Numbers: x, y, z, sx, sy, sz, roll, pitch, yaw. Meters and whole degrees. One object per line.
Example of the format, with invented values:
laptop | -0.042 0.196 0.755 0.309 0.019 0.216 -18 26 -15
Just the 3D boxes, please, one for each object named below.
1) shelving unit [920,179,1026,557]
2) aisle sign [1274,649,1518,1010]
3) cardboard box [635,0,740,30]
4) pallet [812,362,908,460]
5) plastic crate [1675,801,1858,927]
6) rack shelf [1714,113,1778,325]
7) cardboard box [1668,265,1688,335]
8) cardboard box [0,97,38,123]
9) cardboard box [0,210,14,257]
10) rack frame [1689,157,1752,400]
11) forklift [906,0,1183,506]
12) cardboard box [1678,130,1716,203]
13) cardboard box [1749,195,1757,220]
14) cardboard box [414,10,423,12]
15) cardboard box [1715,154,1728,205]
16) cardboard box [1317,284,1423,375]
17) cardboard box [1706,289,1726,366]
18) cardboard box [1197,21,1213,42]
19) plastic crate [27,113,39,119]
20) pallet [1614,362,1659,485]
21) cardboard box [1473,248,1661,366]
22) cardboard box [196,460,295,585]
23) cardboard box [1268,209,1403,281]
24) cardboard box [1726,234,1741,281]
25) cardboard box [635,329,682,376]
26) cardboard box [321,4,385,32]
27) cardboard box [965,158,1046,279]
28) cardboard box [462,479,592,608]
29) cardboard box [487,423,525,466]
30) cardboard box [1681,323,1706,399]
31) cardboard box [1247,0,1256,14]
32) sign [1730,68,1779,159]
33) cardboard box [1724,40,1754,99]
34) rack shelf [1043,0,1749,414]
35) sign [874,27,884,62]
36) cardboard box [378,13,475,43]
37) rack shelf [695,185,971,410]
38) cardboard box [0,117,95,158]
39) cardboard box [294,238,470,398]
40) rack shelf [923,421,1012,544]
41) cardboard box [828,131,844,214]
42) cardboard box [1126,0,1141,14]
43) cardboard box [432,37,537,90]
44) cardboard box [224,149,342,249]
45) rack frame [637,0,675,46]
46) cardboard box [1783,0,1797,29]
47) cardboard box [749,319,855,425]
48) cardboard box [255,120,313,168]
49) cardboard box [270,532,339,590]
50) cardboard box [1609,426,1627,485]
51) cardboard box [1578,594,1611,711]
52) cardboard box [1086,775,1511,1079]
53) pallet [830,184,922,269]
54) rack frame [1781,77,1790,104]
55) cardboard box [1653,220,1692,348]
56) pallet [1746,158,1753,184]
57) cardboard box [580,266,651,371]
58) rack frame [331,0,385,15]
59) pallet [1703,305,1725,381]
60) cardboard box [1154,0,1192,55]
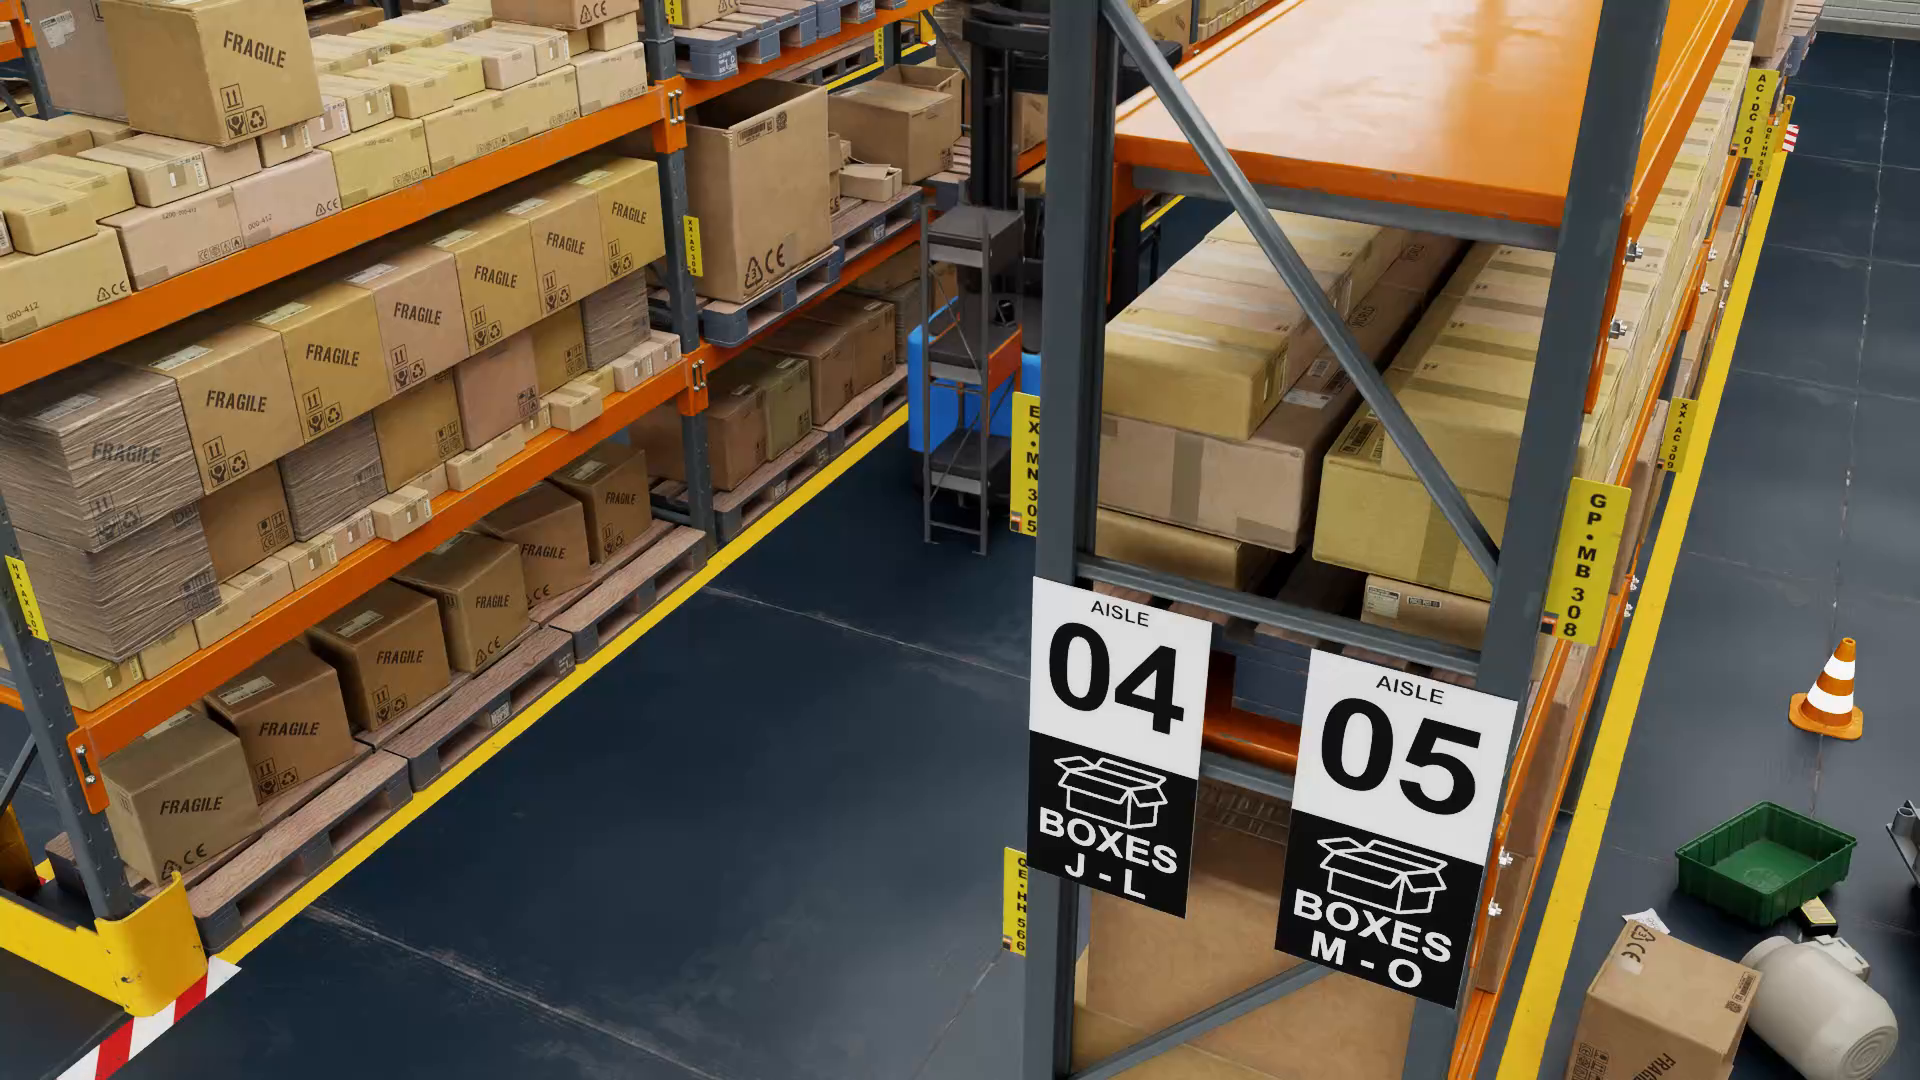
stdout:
shelving unit | 0.074 -0.967 9.615 0.431 2.100 0.503 13 32 21
aisle sign | 0.864 0.600 3.373 0.394 0.787 0.004 14 33 23
cardboard box | -1.615 -3.029 8.766 0.797 0.503 0.637 13 32 21
pallet | -1.010 -0.995 11.561 1.003 0.211 1.213 14 33 23
plastic crate | 3.539 1.423 7.316 0.662 0.188 0.450 -18 24 -28
rack shelf | 5.185 -2.494 12.093 1.077 0.370 4.000 14 33 23
cardboard box | 1.992 -0.764 5.077 0.380 0.149 0.250 14 33 23
cardboard box | -9.163 -4.051 15.859 0.500 0.311 0.500 14 33 23
cardboard box | -3.408 -1.021 5.544 0.380 0.149 0.250 14 33 23
rack frame | 4.274 -1.919 10.370 1.000 3.000 0.127 14 33 23
forklift | 0.734 -2.151 10.844 1.130 2.935 3.031 13 32 21
cardboard box | 1.993 -1.115 4.887 0.380 0.149 0.250 14 33 23
cardboard box | 6.546 -2.855 14.143 0.380 0.149 0.250 16 33 25
cardboard box | -6.966 -6.562 20.877 0.380 0.149 0.250 14 33 23
cardboard box | 2.570 -1.329 6.061 0.380 0.149 0.250 14 33 23
cardboard box | 0.833 -0.465 4.155 0.500 0.250 0.500 14 33 23
cardboard box | 5.049 -1.496 11.723 0.500 0.500 0.500 15 33 24
cardboard box | 2.158 -4.809 15.655 0.380 0.149 0.250 14 33 23
plastic crate | -6.379 -2.751 11.755 0.402 0.464 0.583 14 33 23
pallet | 1.513 -0.509 4.991 1.003 0.211 1.213 14 33 23
cardboard box | 1.412 -0.548 3.899 0.380 0.149 0.250 15 33 24
cardboard box | -3.344 -0.201 6.980 0.875 0.500 0.500 14 33 23
cardboard box | 0.944 -0.811 4.359 0.380 0.149 0.250 14 33 23
cardboard box | 5.271 -2.034 11.906 0.500 0.250 0.500 15 33 24
cardboard box | -1.754 -1.045 9.100 0.380 0.149 0.250 14 33 23
cardboard box | -7.060 -5.934 19.430 0.500 0.500 0.500 14 33 23
cardboard box | 0.238 -2.651 13.356 1.225 0.875 0.875 13 32 21
cardboard box | -2.390 0.010 9.099 0.500 0.500 0.500 -26 39 -37
cardboard box | -2.367 -0.502 8.155 0.380 0.149 0.250 14 33 23
cardboard box | 3.390 -0.806 8.332 0.500 0.500 0.500 14 33 23
cardboard box | 2.748 -5.384 16.656 0.380 0.149 0.250 15 33 24
sign | 2.947 -1.580 6.169 0.100 0.325 0.005 14 33 23
cardboard box | 2.569 -1.674 5.861 0.380 0.149 0.250 14 33 23
rack shelf | 1.541 -1.375 4.523 1.077 0.370 4.000 14 33 23
sign | -0.591 -3.715 12.336 0.100 0.325 0.005 14 33 23
cardboard box | -2.544 -2.401 7.947 0.380 0.149 0.250 15 33 24
rack shelf | -1.006 -1.890 11.043 1.077 0.370 4.000 14 33 23
cardboard box | -3.548 -1.497 6.373 0.380 0.149 0.250 14 33 24
cardboard box | -2.564 -0.995 7.359 0.500 0.500 0.500 14 33 23
rack shelf | 0.074 -0.348 9.971 0.431 0.518 0.480 13 32 21
cardboard box | -1.210 -2.332 10.564 0.797 0.503 0.637 18 34 28
cardboard box | 1.120 -4.754 14.199 0.797 0.503 0.637 15 33 24
cardboard box | -2.152 -2.158 7.524 0.380 0.149 0.250 13 32 22
cardboard box | -2.832 -1.382 6.573 0.500 0.250 0.500 14 33 23
rack frame | -1.918 -3.917 7.826 1.000 3.000 0.127 14 33 23
cardboard box | 4.065 -2.875 8.590 0.500 0.311 0.500 14 33 23
cardboard box | -1.130 -1.145 11.091 0.700 0.500 0.500 11 32 19
cardboard box | -2.786 -1.590 6.535 0.380 0.149 0.250 13 32 21
cardboard box | -2.924 0.056 7.184 0.380 0.149 0.250 14 33 23
cardboard box | 1.416 -0.206 4.104 0.380 0.149 0.250 15 33 24
cardboard box | 2.064 0.204 6.522 0.875 0.550 0.550 14 33 23
cardboard box | 0.833 0.939 4.159 0.875 0.550 0.550 14 33 23
pallet | -0.961 -2.119 10.911 1.003 0.211 1.213 14 33 23
rack frame | 7.918 -5.465 16.546 1.000 3.000 0.127 14 33 23
cardboard box | 1.767 -0.790 4.721 0.500 0.250 0.500 14 33 23
pallet | 5.139 -2.723 11.962 1.003 0.211 1.213 14 33 23
cardboard box | -2.178 -1.303 8.898 0.875 0.500 0.500 14 33 23
rack frame | -7.090 -7.111 19.412 1.000 3.000 0.127 14 33 23
pallet | 5.188 -1.595 12.605 1.003 0.211 1.213 14 33 23
cardboard box | 1.757 -4.636 15.001 0.500 0.500 0.500 14 33 23
